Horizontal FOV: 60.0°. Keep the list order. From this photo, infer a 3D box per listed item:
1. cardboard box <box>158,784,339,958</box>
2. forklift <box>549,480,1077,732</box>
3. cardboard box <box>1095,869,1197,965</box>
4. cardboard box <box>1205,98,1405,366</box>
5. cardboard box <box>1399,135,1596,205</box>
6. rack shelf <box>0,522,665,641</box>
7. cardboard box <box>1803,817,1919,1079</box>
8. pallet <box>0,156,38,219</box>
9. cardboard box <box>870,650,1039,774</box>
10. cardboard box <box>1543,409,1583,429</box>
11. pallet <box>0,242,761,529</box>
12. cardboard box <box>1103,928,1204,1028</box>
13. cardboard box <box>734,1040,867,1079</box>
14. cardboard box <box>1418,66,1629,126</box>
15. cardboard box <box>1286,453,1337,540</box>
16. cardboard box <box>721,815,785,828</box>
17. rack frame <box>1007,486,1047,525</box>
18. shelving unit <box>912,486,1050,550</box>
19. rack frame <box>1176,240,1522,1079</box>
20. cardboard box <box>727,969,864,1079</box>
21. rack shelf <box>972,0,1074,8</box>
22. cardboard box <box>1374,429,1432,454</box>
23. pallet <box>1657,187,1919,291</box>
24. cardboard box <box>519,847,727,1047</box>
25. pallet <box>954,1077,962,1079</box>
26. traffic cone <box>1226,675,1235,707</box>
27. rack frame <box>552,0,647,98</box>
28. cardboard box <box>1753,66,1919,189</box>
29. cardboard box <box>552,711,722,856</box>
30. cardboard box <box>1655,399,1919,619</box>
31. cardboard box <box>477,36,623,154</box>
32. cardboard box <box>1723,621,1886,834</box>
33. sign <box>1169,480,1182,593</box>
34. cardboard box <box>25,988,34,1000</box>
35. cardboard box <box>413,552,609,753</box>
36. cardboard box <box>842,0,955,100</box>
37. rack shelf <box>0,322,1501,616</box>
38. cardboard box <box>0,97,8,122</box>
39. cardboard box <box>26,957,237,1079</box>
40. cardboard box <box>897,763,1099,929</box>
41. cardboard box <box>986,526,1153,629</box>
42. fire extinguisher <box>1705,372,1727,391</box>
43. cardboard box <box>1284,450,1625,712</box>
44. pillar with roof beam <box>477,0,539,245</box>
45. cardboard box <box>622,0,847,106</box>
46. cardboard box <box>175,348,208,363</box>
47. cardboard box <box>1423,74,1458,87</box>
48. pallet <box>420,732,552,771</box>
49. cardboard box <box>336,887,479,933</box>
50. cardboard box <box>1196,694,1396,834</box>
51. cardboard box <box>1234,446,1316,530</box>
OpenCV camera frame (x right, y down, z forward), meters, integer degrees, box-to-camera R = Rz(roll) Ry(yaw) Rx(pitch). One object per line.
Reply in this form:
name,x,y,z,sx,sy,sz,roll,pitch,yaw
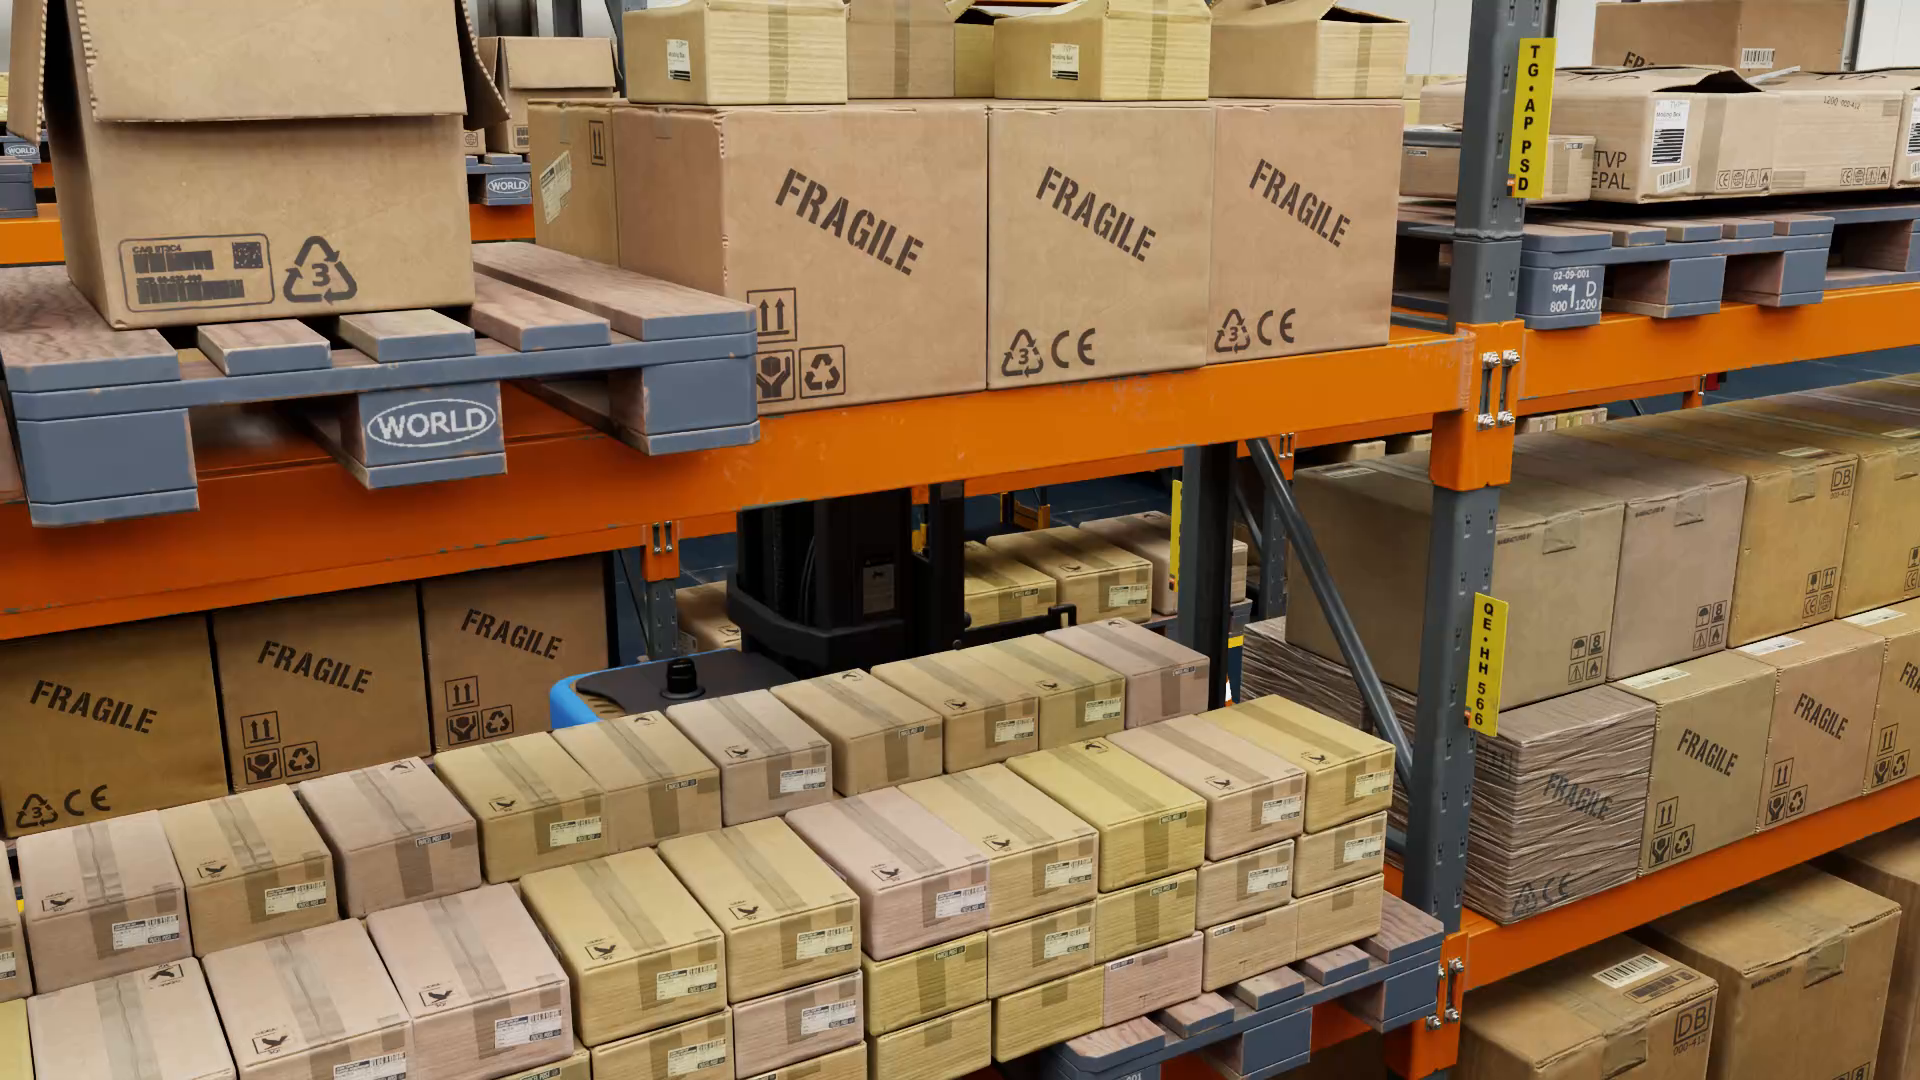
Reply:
cardboard box,-1.376,0.627,3.200,0.250,0.149,0.380,-10,18,-32
forklift,-0.081,0.076,6.707,3.031,2.935,1.130,-9,18,-29
cardboard box,0.279,0.707,3.466,0.250,0.149,0.380,-9,18,-28
cardboard box,0.561,-0.671,3.505,0.500,0.500,0.500,-9,18,-30
cardboard box,1.288,-0.900,4.009,0.250,0.149,0.380,-10,19,-32
rack shelf,-3.430,0.176,7.557,4.000,0.370,1.077,-9,18,-30
cardboard box,3.034,1.248,5.790,0.750,0.750,1.050,-9,18,-30
pallet,-4.384,-1.383,6.585,1.217,0.209,0.805,-10,19,-32
cardboard box,-0.018,0.406,3.991,0.250,0.149,0.380,-9,18,-30
cardboard box,4.092,-0.840,11.573,0.250,0.149,0.380,-9,18,-29
pallet,-1.037,-0.321,2.788,1.003,0.211,1.213,-9,18,-30
cardboard box,0.300,0.847,3.520,0.250,0.149,0.380,-9,18,-29
cardboard box,-0.368,0.954,3.138,0.250,0.149,0.380,-9,18,-28
cardboard box,1.661,-1.184,4.719,0.500,0.311,0.500,-9,18,-30
cardboard box,2.357,-0.263,10.718,0.500,0.500,0.500,-8,18,-27
cardboard box,-0.487,0.625,3.760,0.250,0.149,0.380,-9,18,-30
rack frame,0.509,-0.805,12.502,0.032,1.500,0.500,-9,18,-30
shelving unit,0.065,-0.733,12.245,1.083,1.500,0.587,-9,18,-30
rack frame,0.920,0.683,4.416,0.127,3.000,1.000,-9,18,-30
cardboard box,-0.374,0.812,3.091,0.250,0.149,0.380,-9,18,-28
rack shelf,0.868,-4.780,14.864,4.000,0.370,1.077,-9,18,-30
cardboard box,2.935,-0.651,10.900,0.250,0.149,0.380,-8,18,-28
pallet,2.402,-0.928,4.957,1.213,0.211,1.003,-8,18,-27
cardboard box,-0.597,0.705,2.924,0.250,0.149,0.380,-9,18,-28
pallet,-0.756,1.060,3.427,1.213,0.211,1.003,-9,18,-30
traffic cone,1.371,0.713,9.007,0.334,0.463,0.336,-9,18,-30
rack frame,-1.716,-3.337,7.642,0.127,3.000,1.000,-9,18,-30
cardboard box,2.523,-1.160,4.634,0.500,0.311,0.500,-10,18,-31
cardboard box,-0.702,0.518,3.591,0.250,0.149,0.380,-9,18,-28
cardboard box,2.619,-0.120,5.244,0.500,0.500,0.700,-9,18,-30
cardboard box,-1.962,-2.057,7.665,0.637,0.503,0.797,-11,19,-33
cardboard box,2.311,0.493,4.907,0.500,0.500,0.500,-9,18,-30
sign,0.631,-0.003,4.717,0.005,0.325,0.100,-9,18,-30
cardboard box,-1.618,0.951,3.146,0.250,0.149,0.380,-10,19,-33
cardboard box,-2.351,0.449,8.408,0.875,0.875,0.875,-9,18,-30
cardboard box,-0.209,-1.069,3.507,0.258,0.266,0.396,-9,18,-30
rack shelf,-0.795,-0.137,3.117,4.000,0.370,1.077,-9,18,-30
cardboard box,-6.147,-2.739,10.569,0.250,0.149,0.380,-9,18,-28
cardboard box,-1.262,0.814,2.536,0.250,0.149,0.380,-9,18,-30
cardboard box,0.068,0.598,3.304,0.250,0.149,0.380,-9,18,-28
cardboard box,0.650,0.233,10.112,0.625,0.372,0.950,-8,18,-26
fire extinguisher,5.477,-1.432,12.106,0.183,0.674,0.296,-9,18,-30
cardboard box,1.310,0.093,4.482,0.500,0.500,0.700,-9,18,-30
pillar with roof beam,-1.405,-3.879,9.574,0.400,9.000,9.100,-9,18,-30
cardboard box,-0.385,-0.878,2.825,0.258,0.266,0.396,-9,18,-30
cardboard box,-3.327,-0.636,7.084,0.500,0.500,0.500,-10,18,-31
cardboard box,2.829,-2.788,10.228,0.250,0.149,0.380,-9,18,-30
pallet,-2.431,0.986,8.500,1.213,0.211,1.003,-9,18,-30
cardboard box,-1.141,0.729,3.387,0.250,0.149,0.380,-9,18,-29
cardboard box,0.736,0.489,3.692,0.250,0.149,0.380,-10,19,-32
cardboard box,2.082,-0.388,11.164,0.500,0.500,0.500,-9,18,-30
